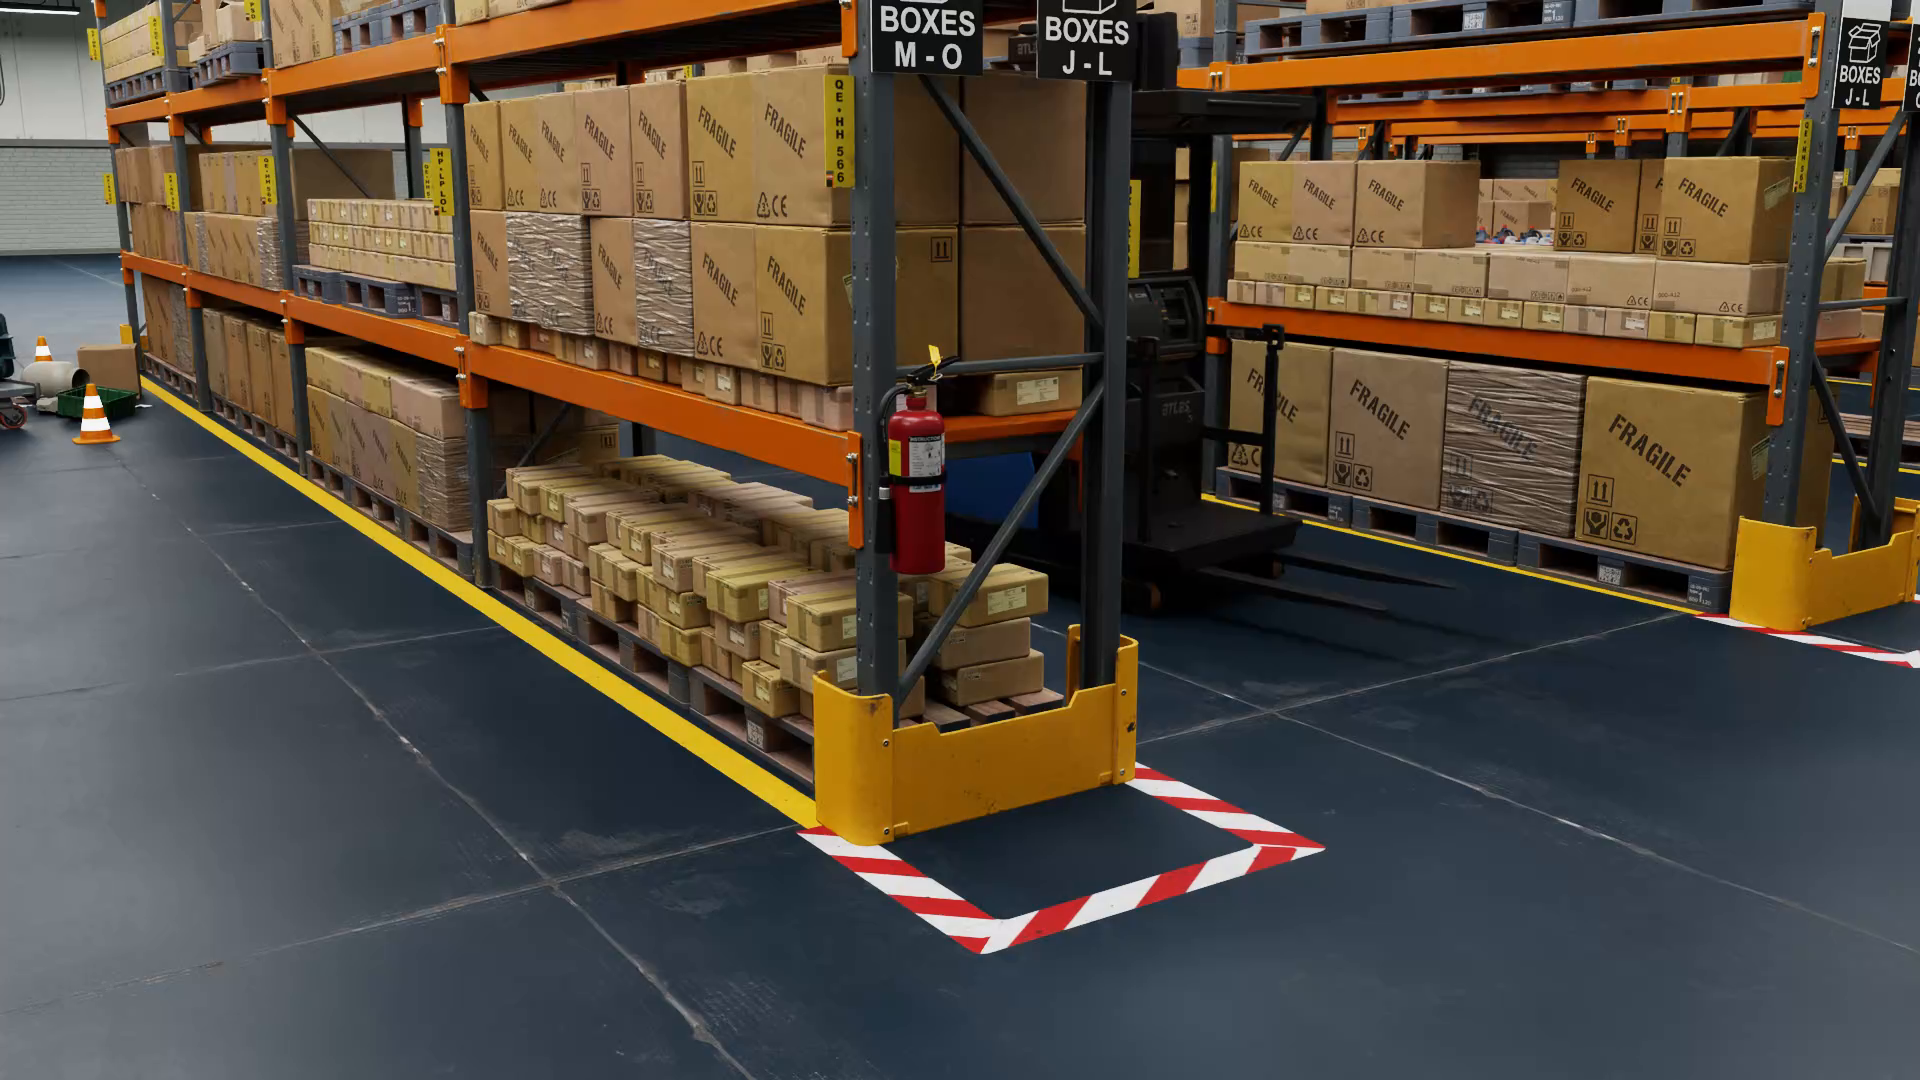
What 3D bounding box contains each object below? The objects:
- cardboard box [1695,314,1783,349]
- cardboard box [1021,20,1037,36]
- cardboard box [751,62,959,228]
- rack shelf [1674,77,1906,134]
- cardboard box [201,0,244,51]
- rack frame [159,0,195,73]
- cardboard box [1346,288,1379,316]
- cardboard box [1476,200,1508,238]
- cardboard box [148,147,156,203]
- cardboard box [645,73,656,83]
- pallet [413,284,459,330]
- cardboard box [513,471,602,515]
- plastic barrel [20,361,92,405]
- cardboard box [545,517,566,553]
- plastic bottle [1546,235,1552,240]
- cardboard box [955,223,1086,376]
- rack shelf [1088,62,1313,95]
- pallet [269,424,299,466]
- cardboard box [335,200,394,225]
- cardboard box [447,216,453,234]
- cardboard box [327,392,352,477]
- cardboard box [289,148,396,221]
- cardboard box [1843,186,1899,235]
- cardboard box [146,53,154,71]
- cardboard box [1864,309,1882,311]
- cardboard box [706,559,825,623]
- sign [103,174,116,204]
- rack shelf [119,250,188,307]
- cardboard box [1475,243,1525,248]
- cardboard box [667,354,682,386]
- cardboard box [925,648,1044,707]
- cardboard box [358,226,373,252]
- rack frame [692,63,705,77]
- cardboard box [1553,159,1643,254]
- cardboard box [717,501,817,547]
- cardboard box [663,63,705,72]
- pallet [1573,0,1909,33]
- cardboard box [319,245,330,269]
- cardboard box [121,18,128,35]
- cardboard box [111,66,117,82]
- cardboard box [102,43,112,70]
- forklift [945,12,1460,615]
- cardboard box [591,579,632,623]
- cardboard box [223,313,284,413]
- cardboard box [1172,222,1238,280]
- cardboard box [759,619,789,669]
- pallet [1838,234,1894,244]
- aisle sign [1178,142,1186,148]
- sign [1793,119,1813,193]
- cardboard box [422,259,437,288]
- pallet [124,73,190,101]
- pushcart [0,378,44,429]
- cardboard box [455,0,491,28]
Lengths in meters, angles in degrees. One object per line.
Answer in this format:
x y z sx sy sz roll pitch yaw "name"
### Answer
3.828 -1.031 8.142 0.380 0.149 0.250 -8 15 -32 "cardboard box"
0.816 -4.028 13.022 0.500 0.500 0.500 -7 14 -30 "cardboard box"
-0.346 -1.295 5.489 0.500 0.500 0.500 -8 15 -34 "cardboard box"
7.315 -3.185 12.067 1.077 0.370 4.000 -8 15 -33 "rack shelf"
-5.514 -4.027 12.783 0.500 0.500 0.500 -8 15 -33 "cardboard box"
-6.534 -5.625 14.519 1.000 3.000 0.127 -8 15 -33 "rack frame"
2.551 -1.440 10.014 0.380 0.149 0.250 -8 15 -34 "cardboard box"
6.881 -4.163 21.642 0.500 0.500 0.500 -8 15 -33 "cardboard box"
-7.597 -3.654 16.672 0.875 0.550 0.500 -8 15 -33 "cardboard box"
-3.227 -5.012 18.158 0.380 0.149 0.250 -9 15 -34 "cardboard box"
-2.404 -1.331 9.375 1.003 0.211 1.213 -8 15 -33 "pallet"
-1.980 -0.233 8.202 0.380 0.149 0.250 -7 14 -30 "cardboard box"
-8.440 -1.456 15.528 0.512 0.421 0.421 1 12 6 "plastic barrel"
-1.788 -0.053 8.078 0.380 0.149 0.250 -8 15 -33 "cardboard box"
5.530 -2.738 15.664 0.097 0.271 0.097 0 12 0 "plastic bottle"
0.096 -0.867 5.873 0.500 0.500 0.500 -7 14 -30 "cardboard box"
0.975 -3.310 12.639 1.077 0.370 4.000 -8 15 -33 "rack shelf"
-4.692 -0.770 12.887 1.003 0.211 1.213 -8 15 -33 "pallet"
-3.794 -2.112 10.710 0.380 0.149 0.250 -9 15 -35 "cardboard box"
-2.487 -1.693 8.793 0.380 0.149 0.250 -7 14 -30 "cardboard box"
-3.857 -0.722 11.009 0.500 0.500 0.500 -8 15 -32 "cardboard box"
-4.559 -2.601 12.160 0.700 0.500 0.500 -8 15 -33 "cardboard box"
9.822 -3.492 17.591 0.700 0.500 0.500 -6 14 -24 "cardboard box"
-7.287 -4.408 15.348 0.380 0.149 0.250 -8 15 -32 "cardboard box"
9.962 -2.215 17.788 0.500 0.500 0.500 -8 15 -32 "cardboard box"
-0.731 0.190 6.268 0.380 0.149 0.250 -8 15 -34 "cardboard box"
-9.216 -3.802 18.017 0.100 0.325 0.005 -8 15 -33 "sign"
-7.642 -2.698 16.864 1.077 0.370 4.000 -8 15 -33 "rack shelf"
3.118 -1.683 10.189 0.500 0.250 0.500 -8 15 -32 "cardboard box"
-0.942 -0.701 6.635 0.380 0.149 0.250 -9 15 -35 "cardboard box"
0.091 0.497 6.260 0.380 0.149 0.250 -8 15 -32 "cardboard box"
-3.503 -1.872 10.309 0.380 0.149 0.250 -8 15 -33 "cardboard box"
-2.349 -6.194 17.122 1.000 3.000 0.127 -8 15 -33 "rack frame"
3.689 -1.865 9.269 0.500 0.500 0.500 -9 15 -34 "cardboard box"
-0.858 -0.062 7.419 0.380 0.149 0.250 -8 15 -33 "cardboard box"
-2.811 -5.217 17.574 0.500 0.500 0.500 -9 15 -34 "cardboard box"
3.880 -2.682 8.290 1.003 0.211 1.213 -8 15 -33 "pallet"
-4.090 -1.914 11.198 0.380 0.149 0.250 -7 14 -30 "cardboard box"
-7.985 -5.023 16.293 0.380 0.149 0.250 -8 15 -32 "cardboard box"
-8.547 -4.813 17.201 0.380 0.149 0.250 -8 15 -33 "cardboard box"
-8.697 -5.081 17.490 0.500 0.250 0.500 -8 15 -33 "cardboard box"
1.077 -1.185 8.421 1.130 2.935 3.031 -11 17 -42 "forklift"
-1.415 0.245 7.410 0.380 0.149 0.250 -9 15 -34 "cardboard box"
-5.584 -1.528 14.113 1.050 0.750 0.750 -8 15 -33 "cardboard box"
1.597 -1.940 11.478 0.500 0.500 0.500 -8 15 -33 "cardboard box"
-0.516 0.369 6.145 0.380 0.149 0.250 -9 15 -34 "cardboard box"
9.980 -3.074 17.345 1.003 0.211 1.213 -8 15 -33 "pallet"
3.392 -6.392 25.984 0.394 0.787 0.004 -8 15 -33 "aisle sign"
3.840 -1.749 7.572 0.100 0.325 0.005 -8 15 -33 "sign"
-2.768 -1.492 9.267 0.380 0.149 0.250 -8 15 -33 "cardboard box"
-7.651 -4.480 16.511 1.003 0.211 1.213 -8 15 -33 "pallet"
-8.729 -1.088 13.954 0.936 0.377 1.648 9 15 35 "pushcart"
-2.065 -2.550 7.830 0.500 0.250 0.500 -7 14 -30 "cardboard box"
